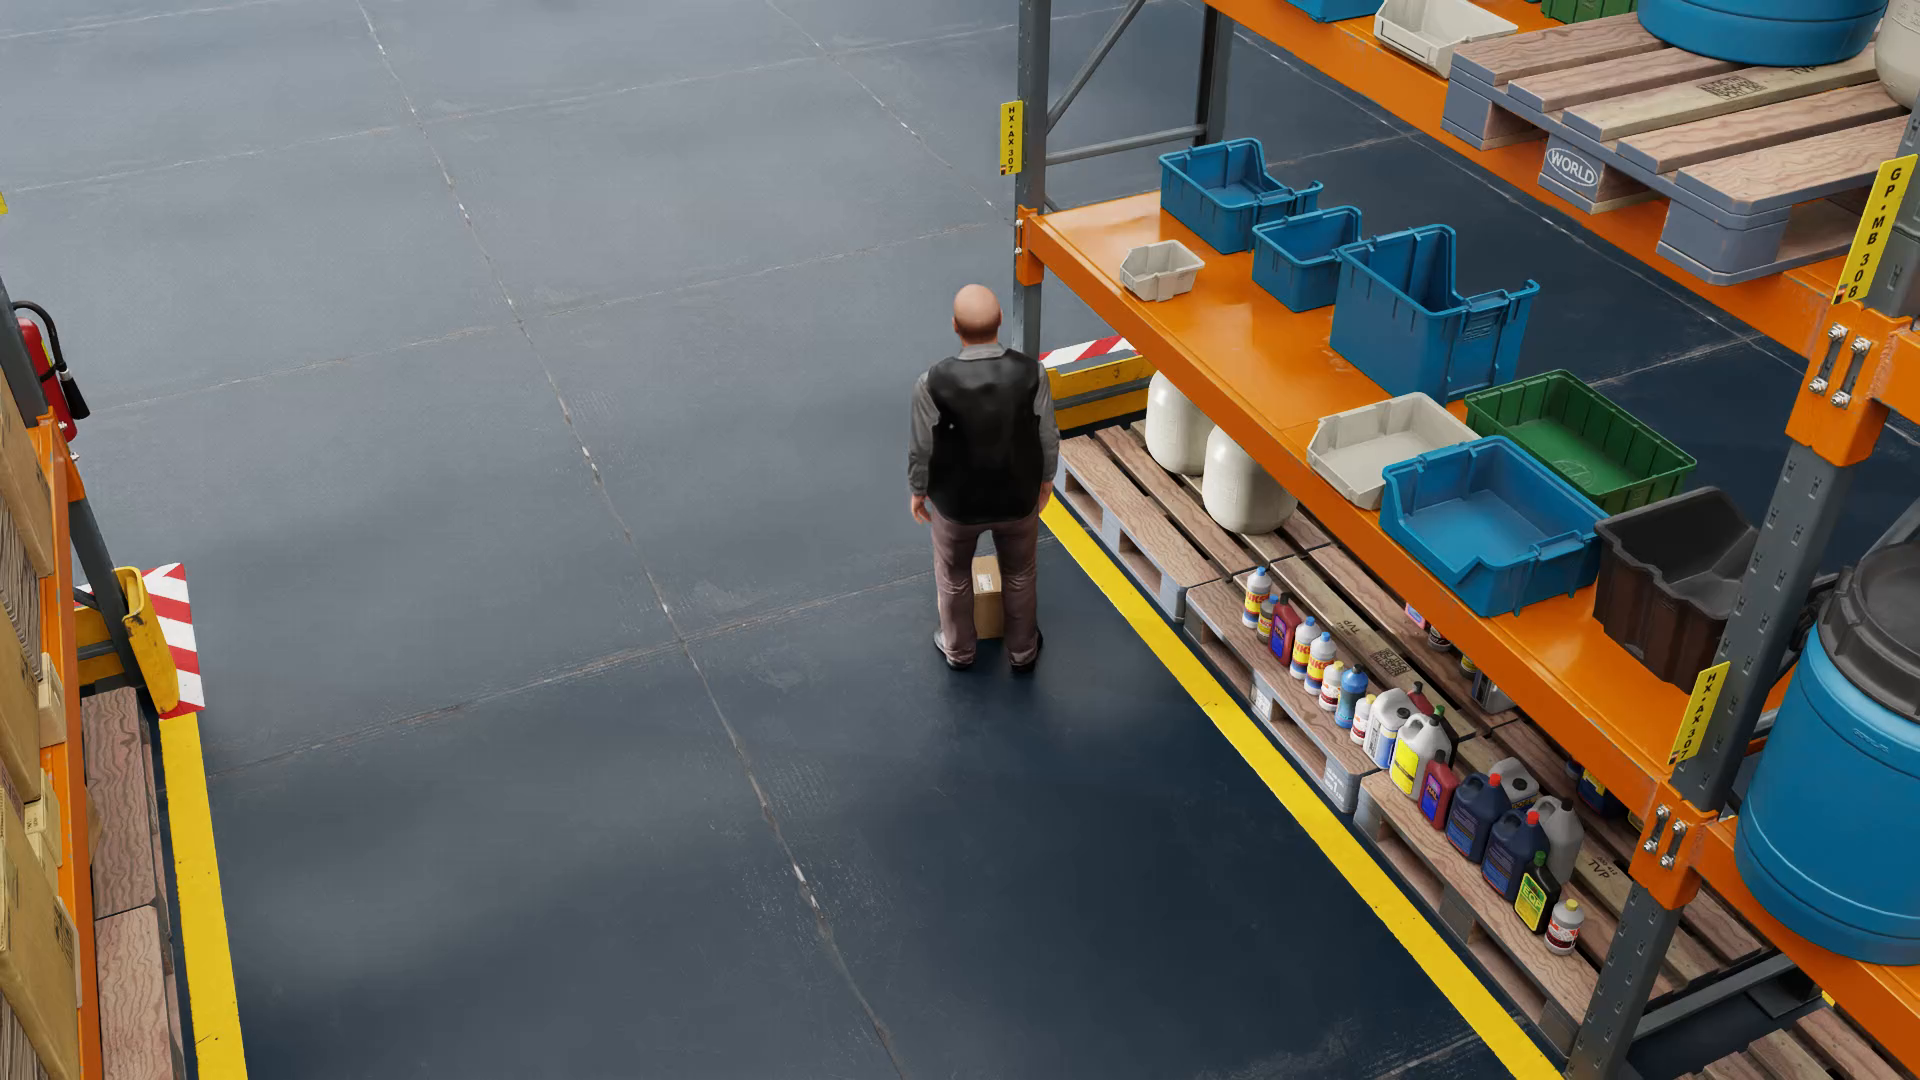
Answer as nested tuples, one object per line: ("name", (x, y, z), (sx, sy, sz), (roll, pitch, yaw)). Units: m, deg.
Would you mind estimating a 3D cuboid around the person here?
("person", (0.086, -0.185, 6.415), (0.582, 1.720, 0.473), (-5, 37, -7))
